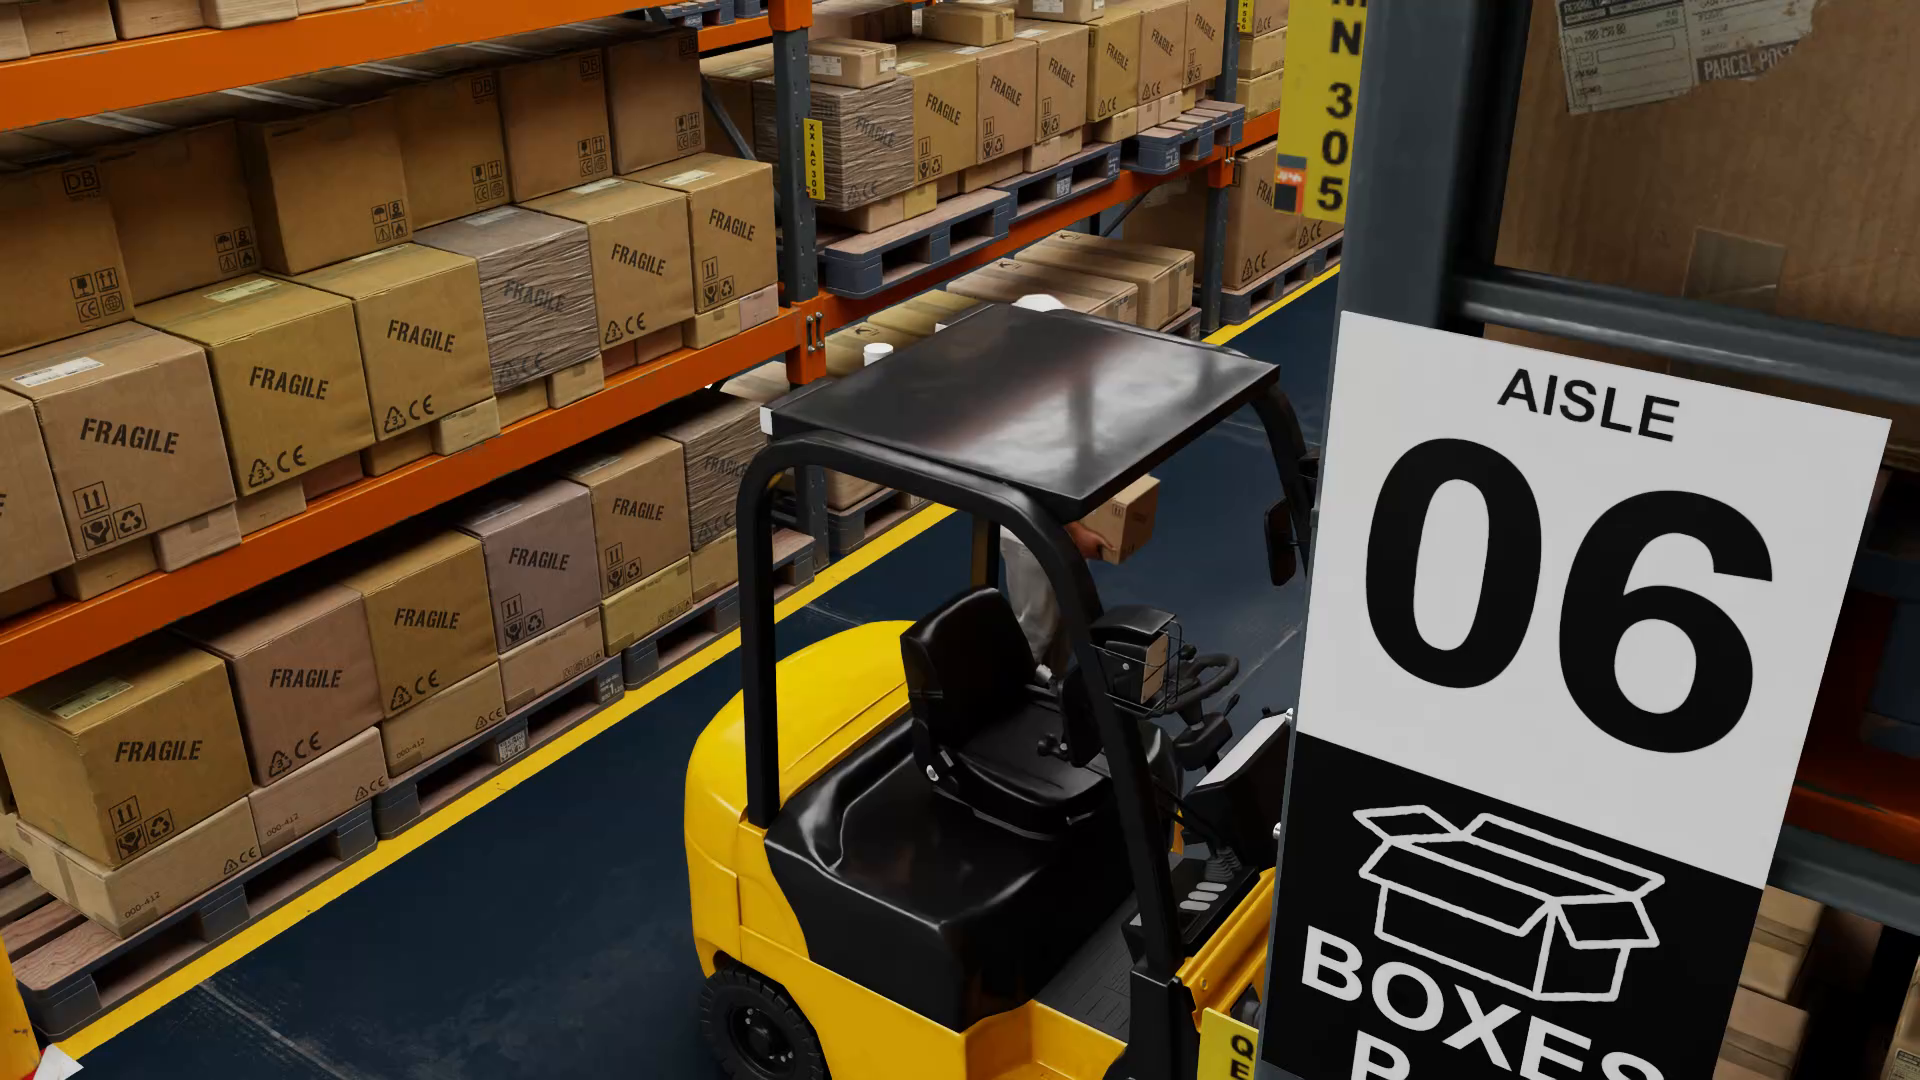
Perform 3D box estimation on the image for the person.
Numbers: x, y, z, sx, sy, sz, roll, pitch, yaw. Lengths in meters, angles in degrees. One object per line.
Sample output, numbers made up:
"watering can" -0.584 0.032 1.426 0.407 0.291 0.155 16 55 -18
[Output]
"person" 0.396 -0.030 6.151 0.573 1.767 0.521 17 31 30
